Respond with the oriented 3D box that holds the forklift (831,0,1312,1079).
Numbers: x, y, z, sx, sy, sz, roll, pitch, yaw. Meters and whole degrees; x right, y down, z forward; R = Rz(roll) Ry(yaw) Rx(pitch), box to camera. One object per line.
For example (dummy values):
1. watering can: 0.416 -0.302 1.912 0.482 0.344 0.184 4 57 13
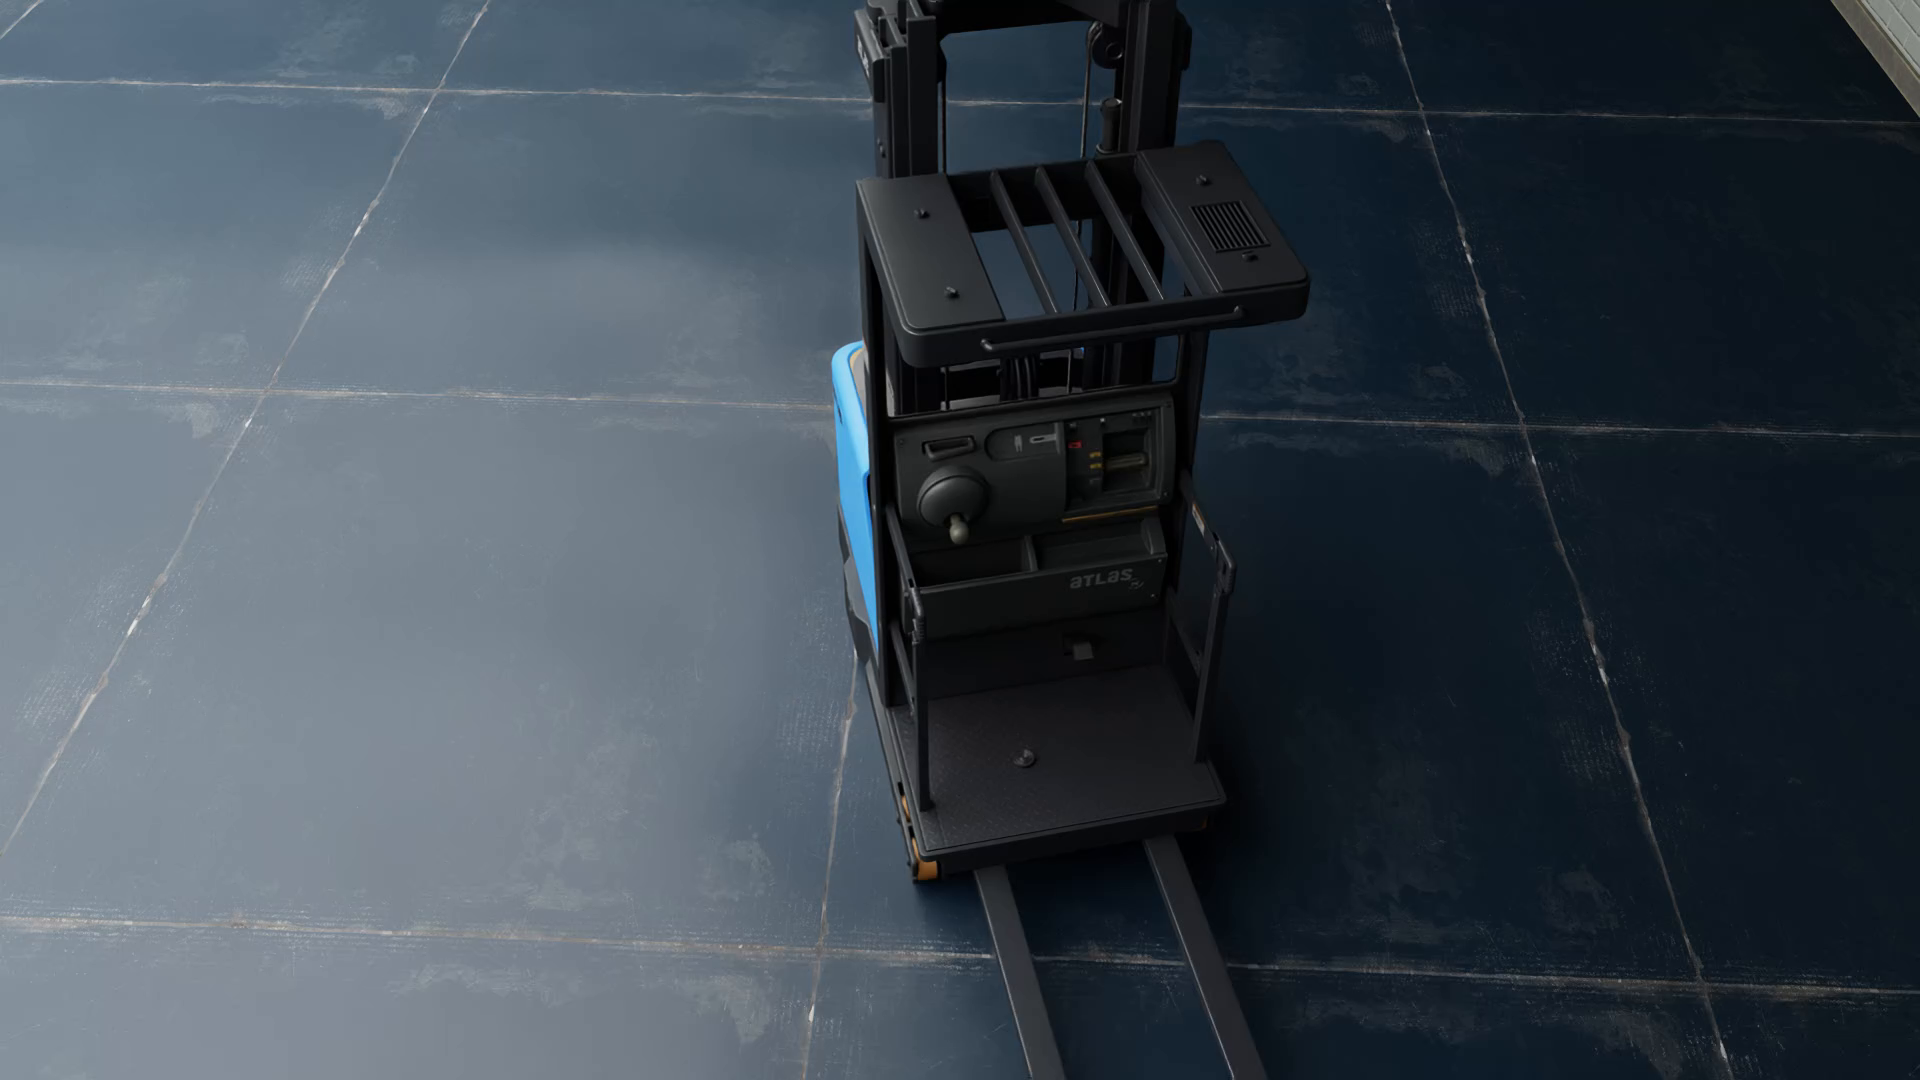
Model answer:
1. forklift: 0.298 -0.142 5.252 1.130 2.935 3.031 -8 44 -9
